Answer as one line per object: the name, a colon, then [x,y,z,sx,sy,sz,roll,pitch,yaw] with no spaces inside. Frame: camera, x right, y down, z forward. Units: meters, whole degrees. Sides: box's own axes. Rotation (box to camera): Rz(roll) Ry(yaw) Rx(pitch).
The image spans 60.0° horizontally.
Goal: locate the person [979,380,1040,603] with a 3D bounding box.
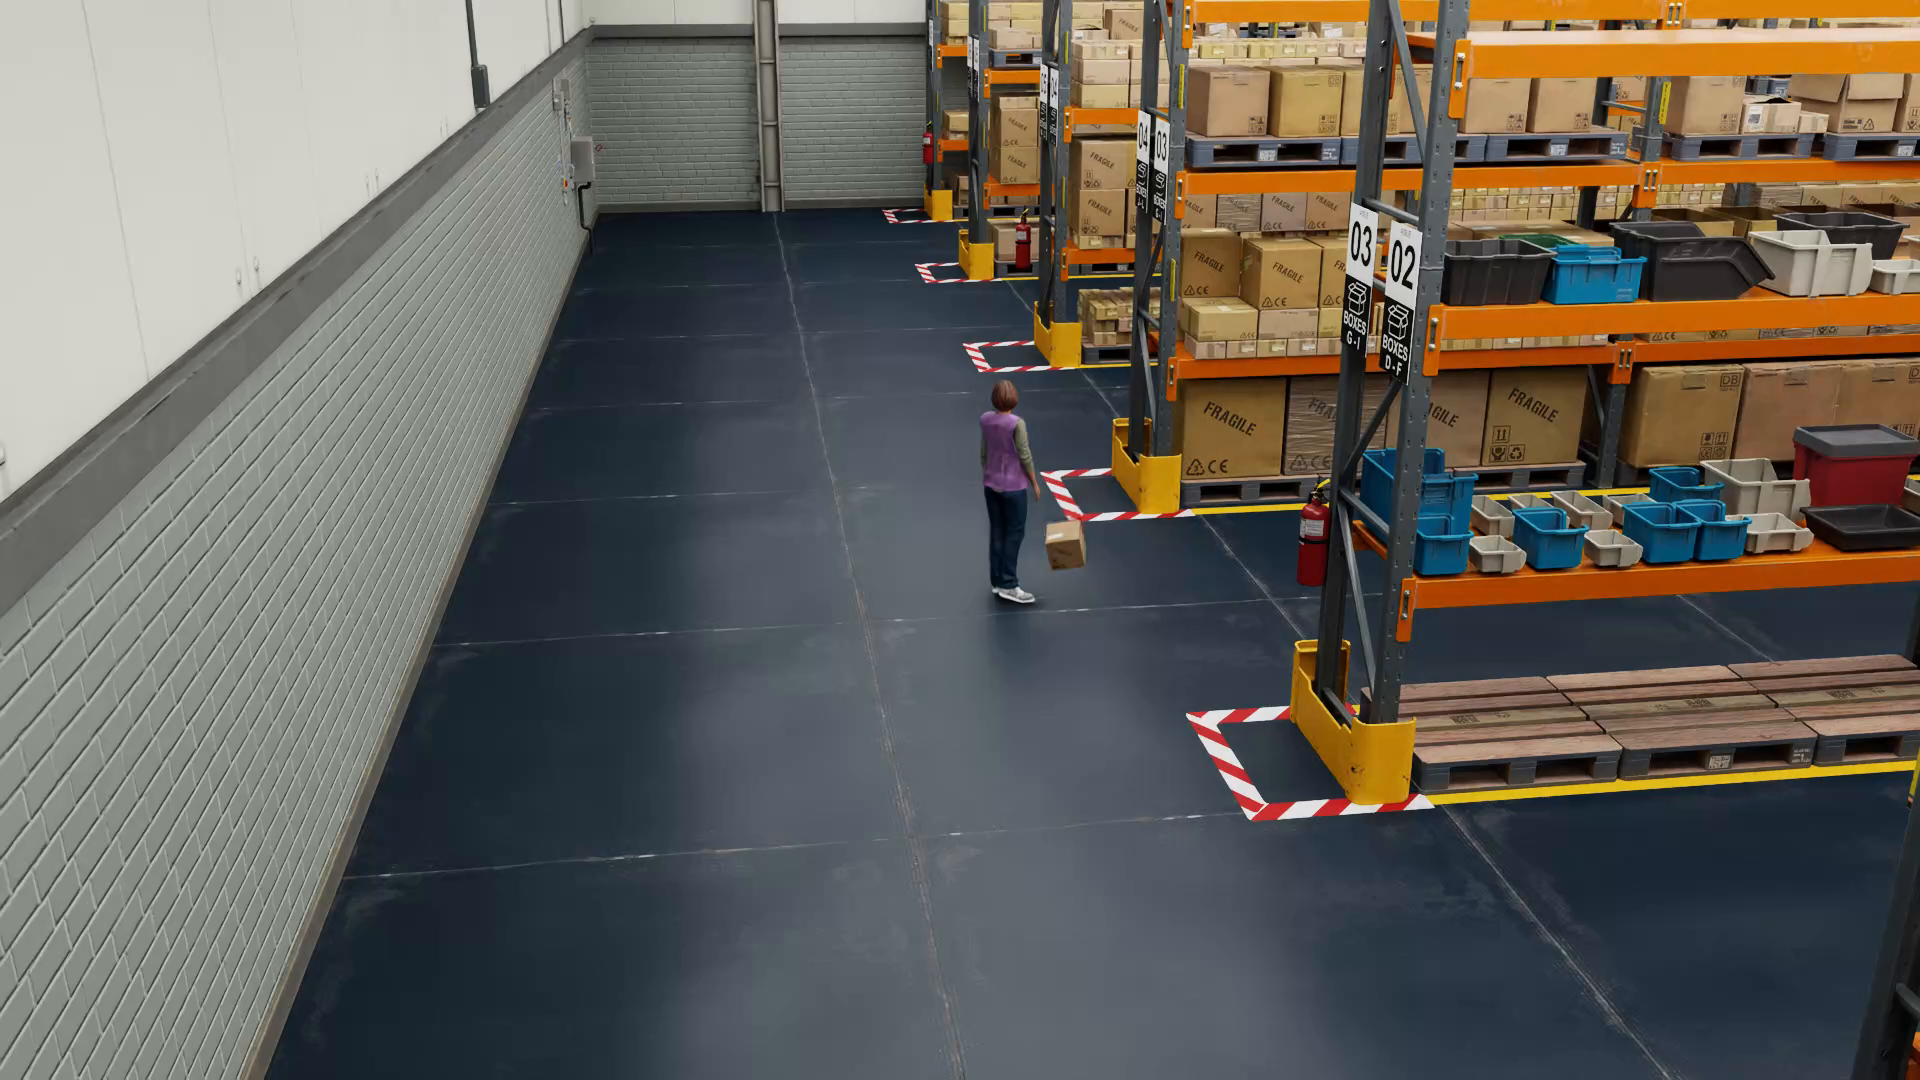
person: [0.369,-0.365,12.033,0.549,1.600,0.363,17,26,38]
